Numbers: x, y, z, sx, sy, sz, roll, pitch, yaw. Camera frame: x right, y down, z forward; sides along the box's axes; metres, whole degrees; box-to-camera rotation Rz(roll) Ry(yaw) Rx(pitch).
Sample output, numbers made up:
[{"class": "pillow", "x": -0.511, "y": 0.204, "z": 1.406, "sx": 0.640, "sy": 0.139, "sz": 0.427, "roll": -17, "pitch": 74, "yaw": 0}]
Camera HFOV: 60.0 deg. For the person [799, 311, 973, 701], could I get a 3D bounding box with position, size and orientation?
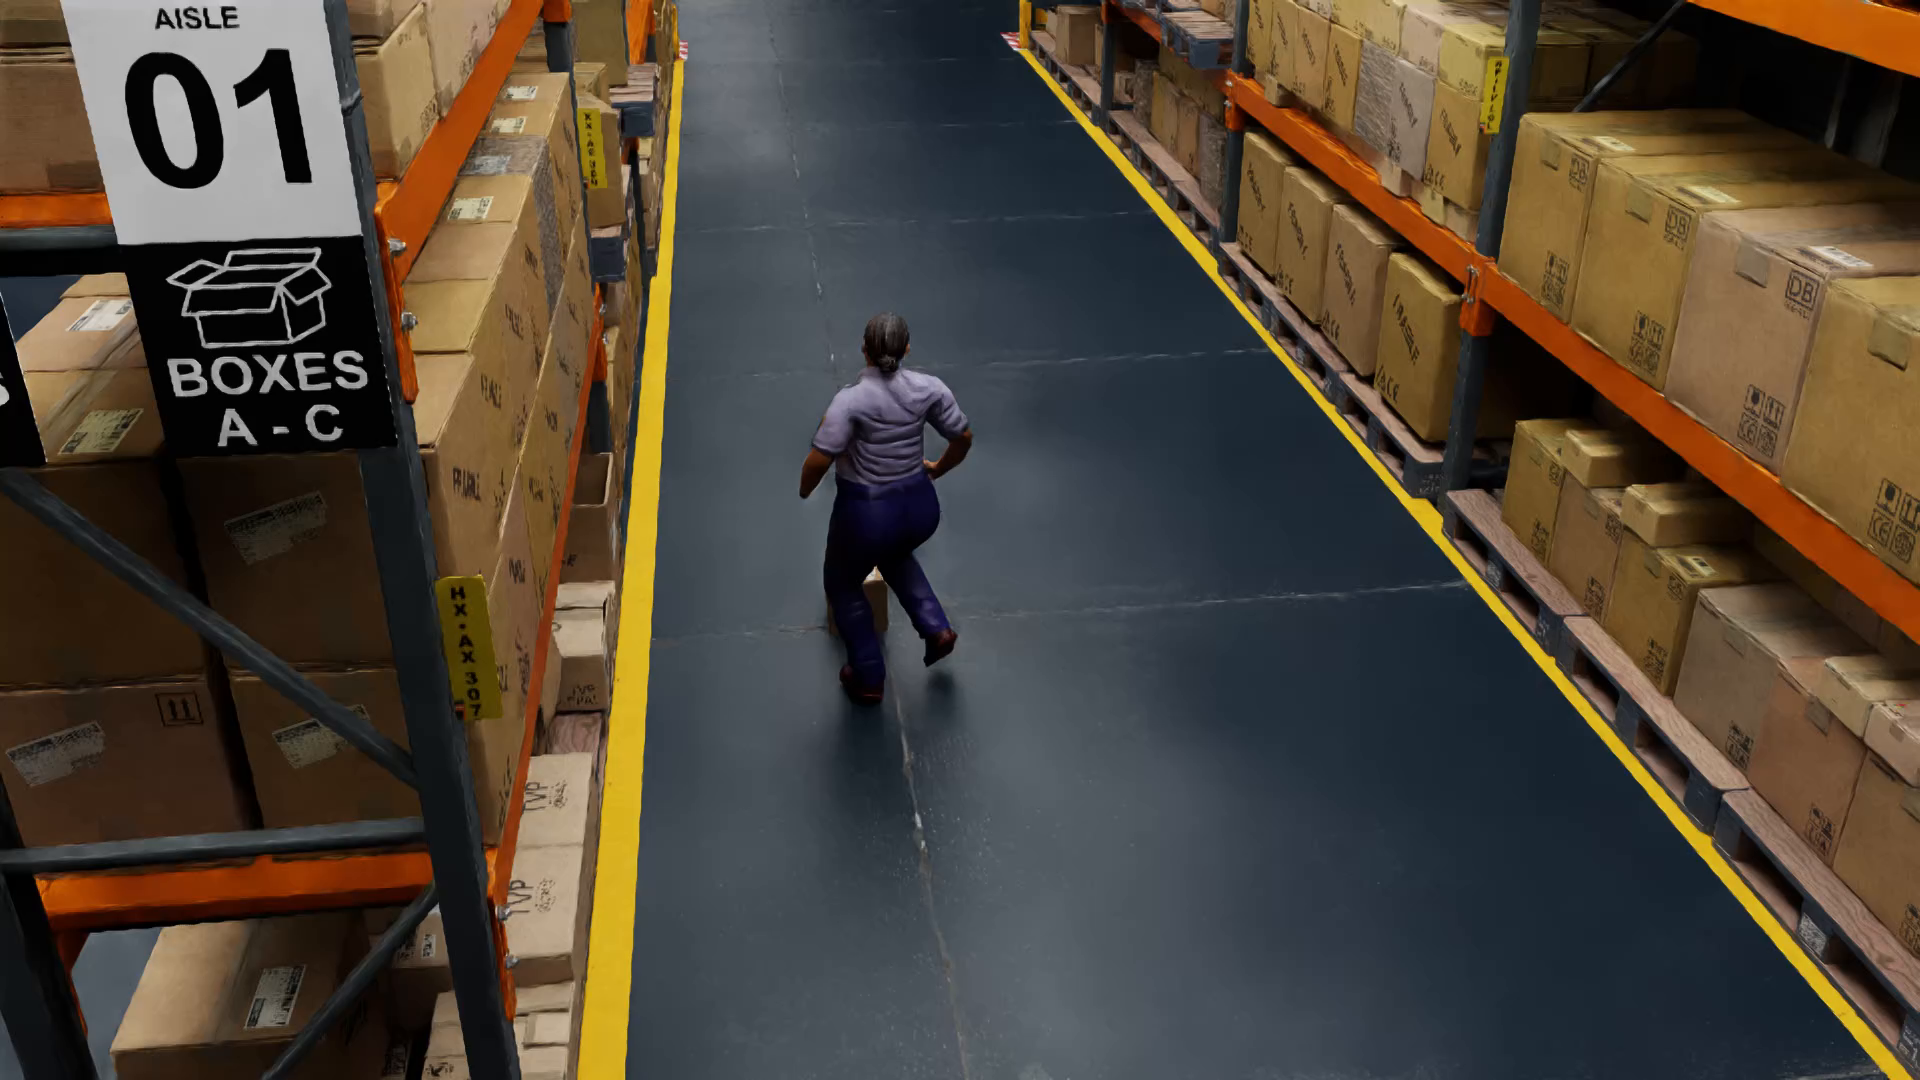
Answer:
[{"class": "person", "x": -0.332, "y": -0.130, "z": 6.415, "sx": 0.663, "sy": 1.612, "sz": 0.485, "roll": -18, "pitch": 32, "yaw": -30}]
